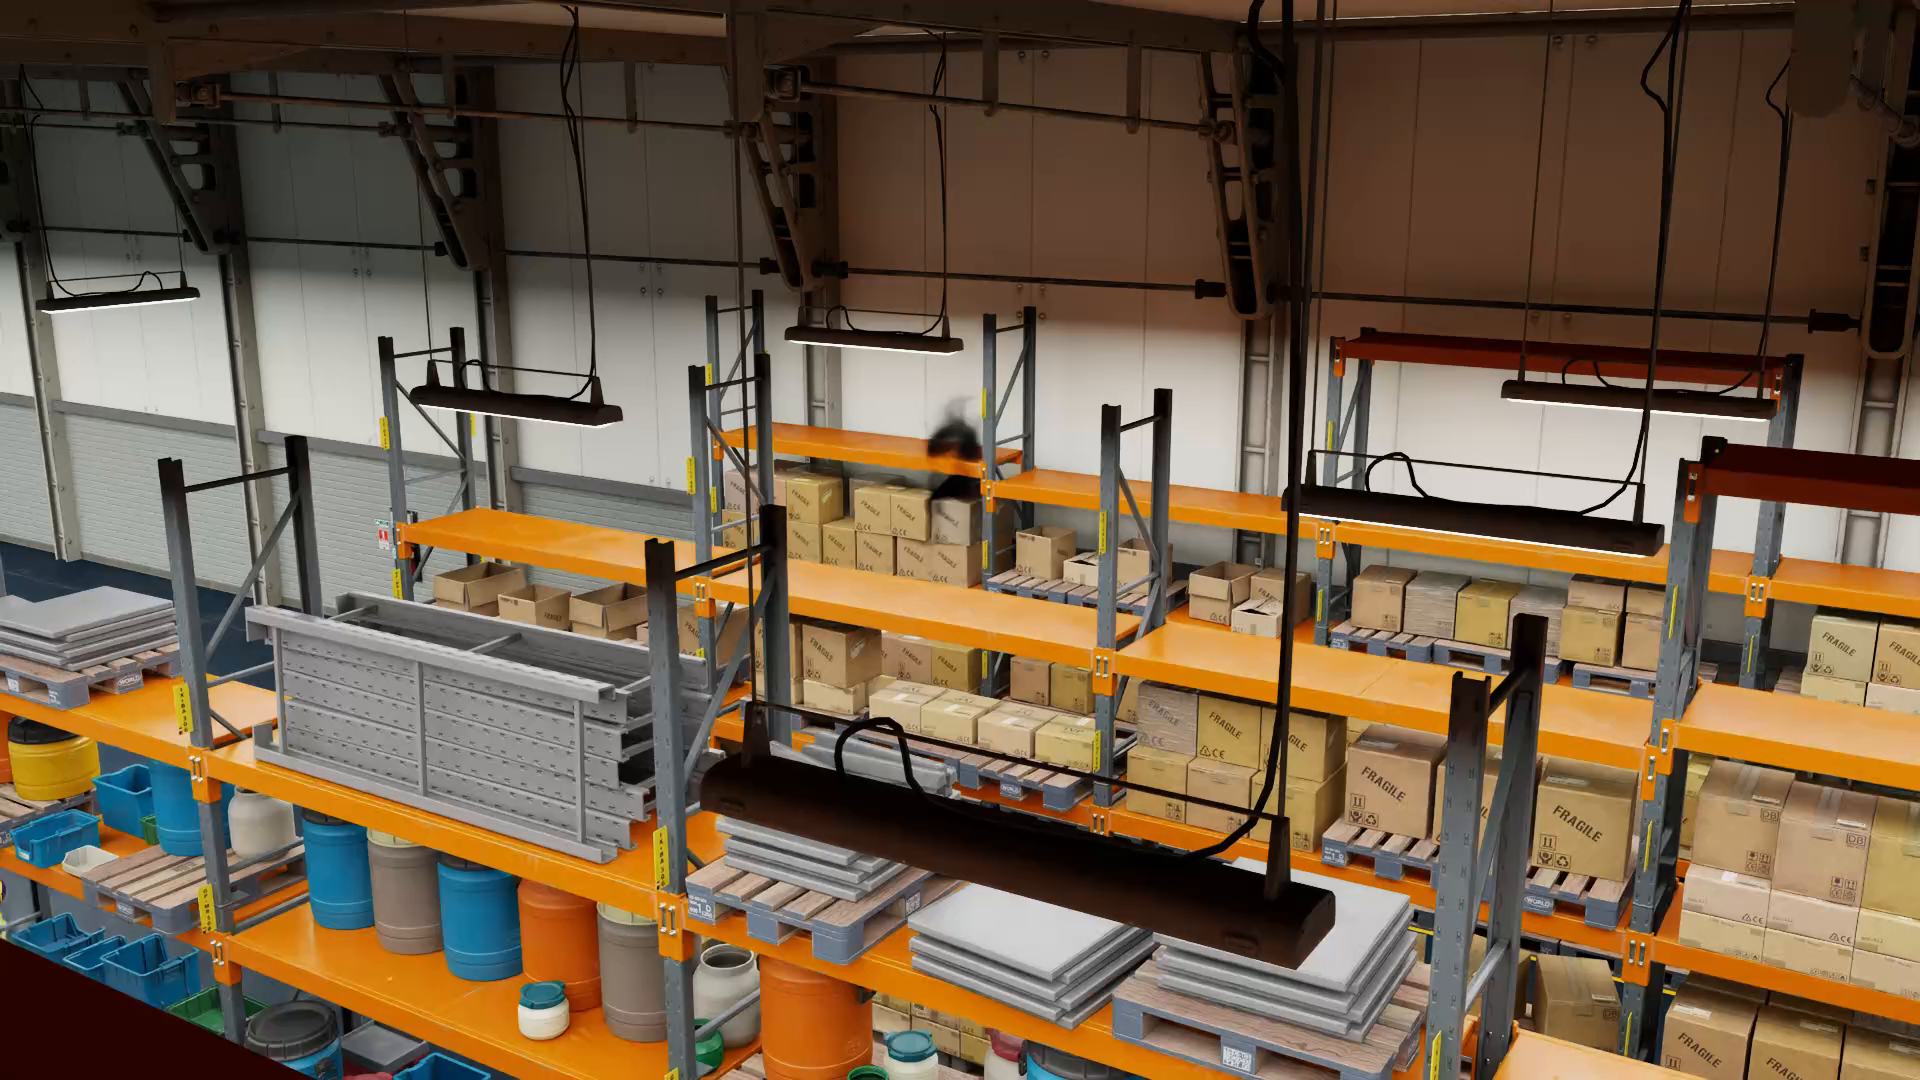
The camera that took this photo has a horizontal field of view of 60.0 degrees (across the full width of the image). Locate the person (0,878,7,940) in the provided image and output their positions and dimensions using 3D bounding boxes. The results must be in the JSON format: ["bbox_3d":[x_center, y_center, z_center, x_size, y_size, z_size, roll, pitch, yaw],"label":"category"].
[{"bbox_3d":[-8.815,3.627,15.029,0.787,1.710,0.758,-4,14,-17],"label":"person"}]
